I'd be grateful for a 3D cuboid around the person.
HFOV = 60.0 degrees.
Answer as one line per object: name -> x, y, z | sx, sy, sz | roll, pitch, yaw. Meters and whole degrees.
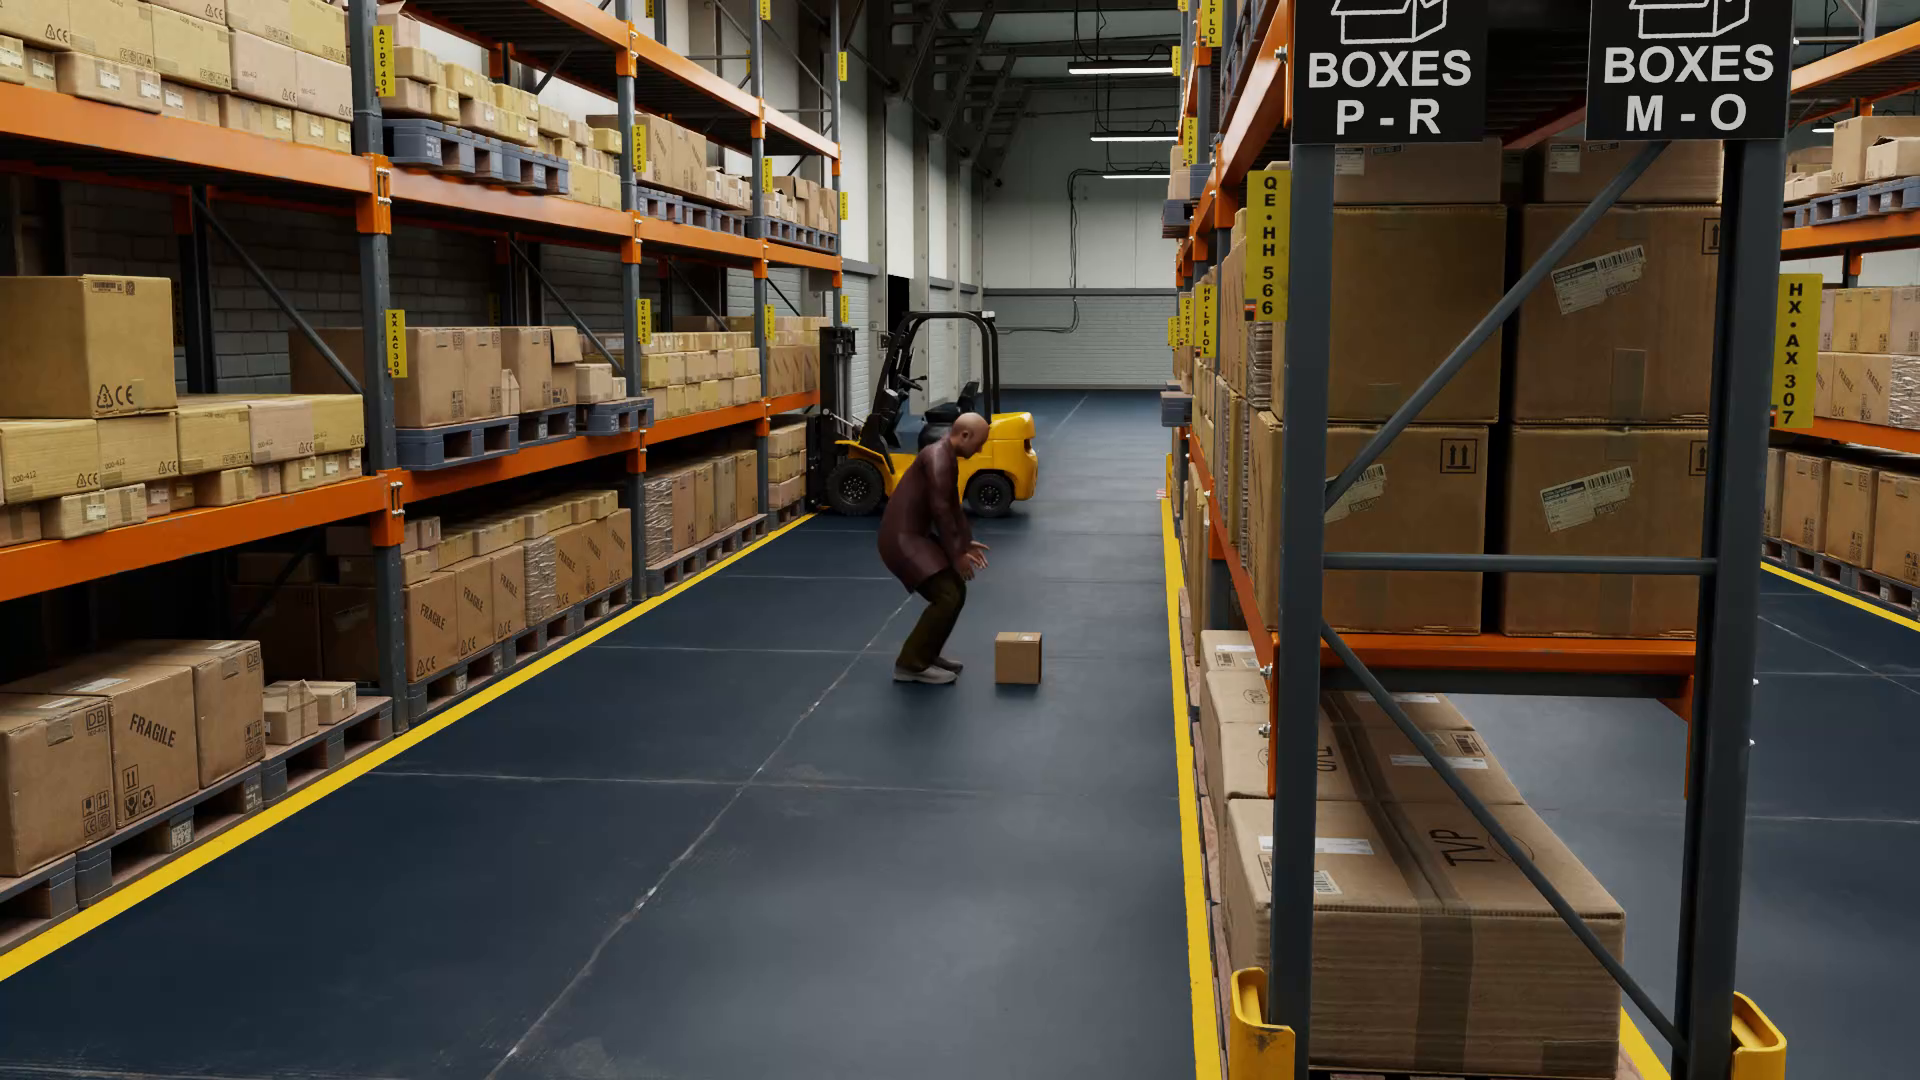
person -> -0.151, 0.037, 9.560 | 0.636, 1.526, 0.627 | 1, 7, 7
